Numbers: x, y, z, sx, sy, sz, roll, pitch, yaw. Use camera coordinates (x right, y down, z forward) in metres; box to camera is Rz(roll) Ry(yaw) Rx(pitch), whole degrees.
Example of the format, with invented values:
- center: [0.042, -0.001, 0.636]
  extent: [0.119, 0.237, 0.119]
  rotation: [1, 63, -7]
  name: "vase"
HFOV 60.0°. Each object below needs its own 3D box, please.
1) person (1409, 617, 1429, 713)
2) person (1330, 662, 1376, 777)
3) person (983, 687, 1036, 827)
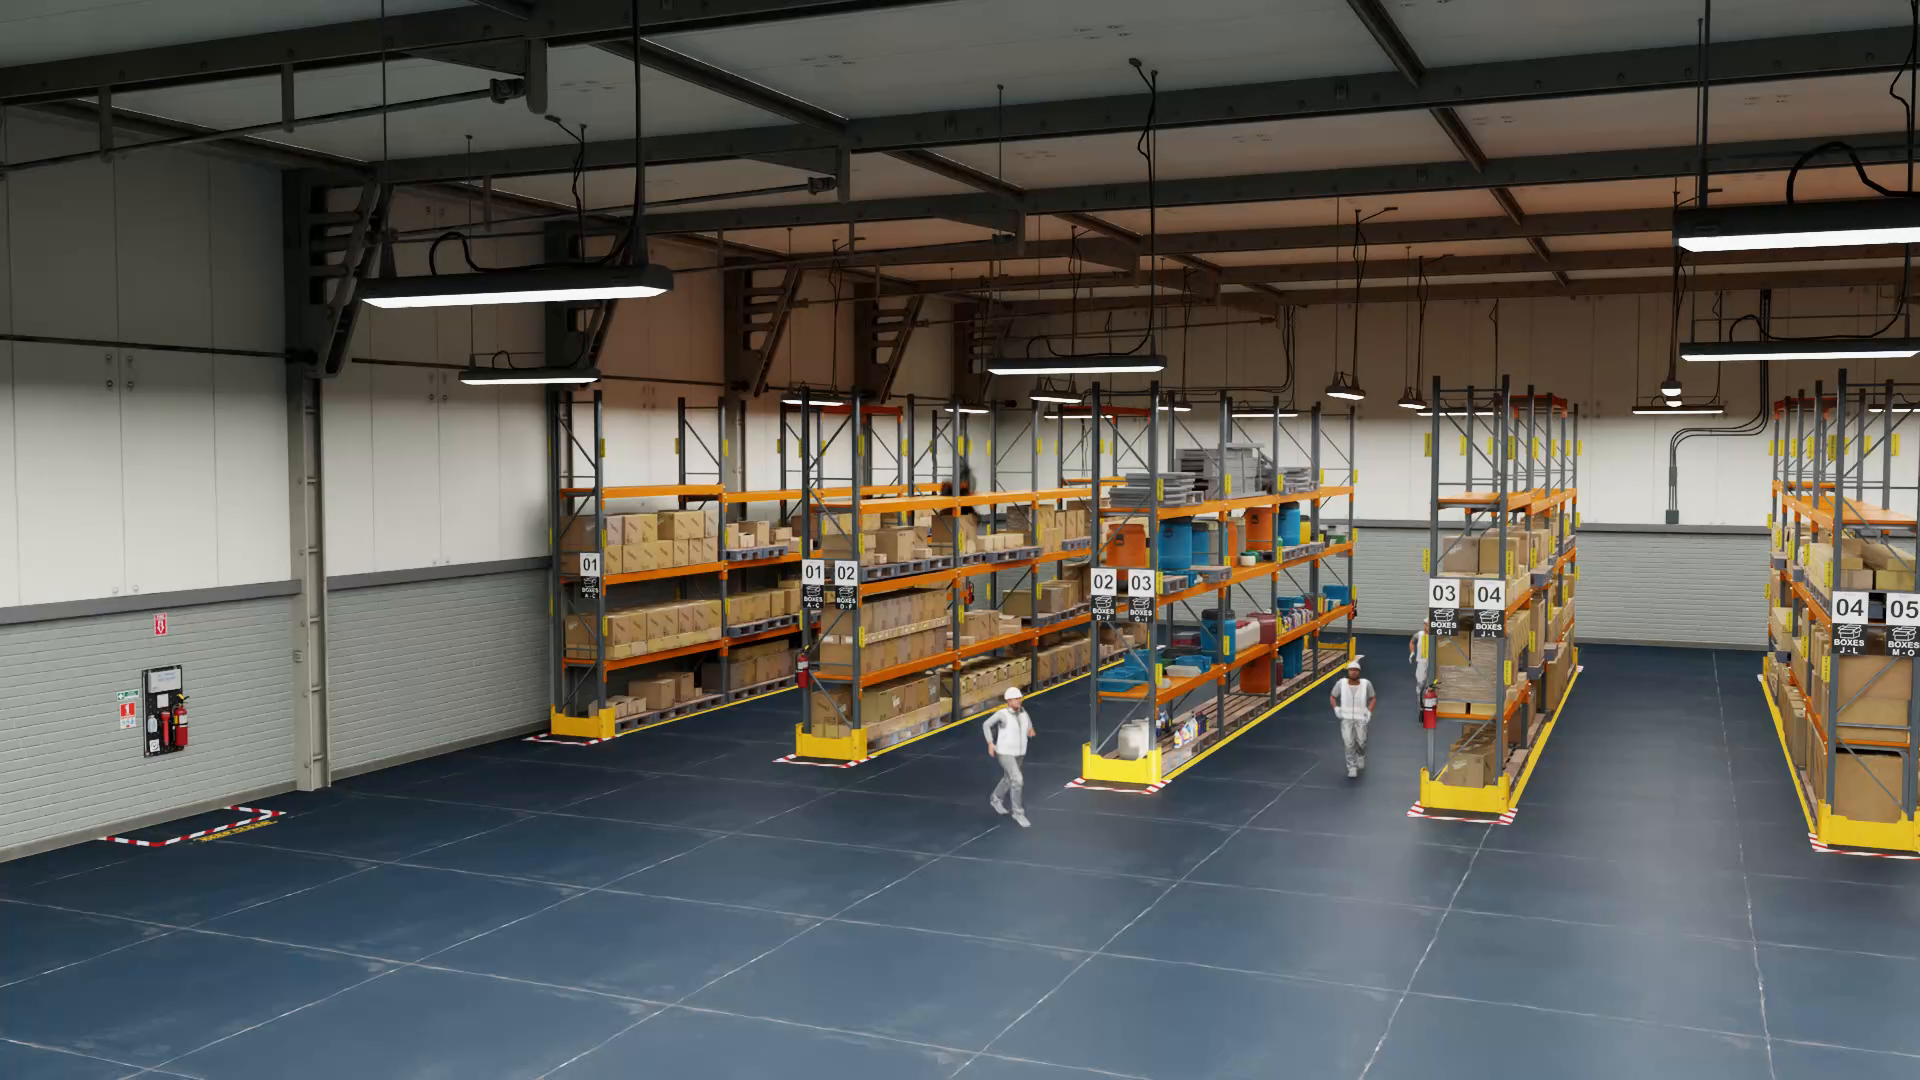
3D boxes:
- center: [8.844, 2.369, 31.509]
  extent: [0.641, 1.817, 0.735]
  rotation: [1, 3, 15]
  name: "person"
- center: [6.005, 2.723, 25.453]
  extent: [0.687, 1.745, 0.595]
  rotation: [1, 3, 14]
  name: "person"
- center: [0.679, 2.875, 22.262]
  extent: [0.627, 1.824, 0.869]
  rotation: [-3, 4, -44]
  name: "person"
